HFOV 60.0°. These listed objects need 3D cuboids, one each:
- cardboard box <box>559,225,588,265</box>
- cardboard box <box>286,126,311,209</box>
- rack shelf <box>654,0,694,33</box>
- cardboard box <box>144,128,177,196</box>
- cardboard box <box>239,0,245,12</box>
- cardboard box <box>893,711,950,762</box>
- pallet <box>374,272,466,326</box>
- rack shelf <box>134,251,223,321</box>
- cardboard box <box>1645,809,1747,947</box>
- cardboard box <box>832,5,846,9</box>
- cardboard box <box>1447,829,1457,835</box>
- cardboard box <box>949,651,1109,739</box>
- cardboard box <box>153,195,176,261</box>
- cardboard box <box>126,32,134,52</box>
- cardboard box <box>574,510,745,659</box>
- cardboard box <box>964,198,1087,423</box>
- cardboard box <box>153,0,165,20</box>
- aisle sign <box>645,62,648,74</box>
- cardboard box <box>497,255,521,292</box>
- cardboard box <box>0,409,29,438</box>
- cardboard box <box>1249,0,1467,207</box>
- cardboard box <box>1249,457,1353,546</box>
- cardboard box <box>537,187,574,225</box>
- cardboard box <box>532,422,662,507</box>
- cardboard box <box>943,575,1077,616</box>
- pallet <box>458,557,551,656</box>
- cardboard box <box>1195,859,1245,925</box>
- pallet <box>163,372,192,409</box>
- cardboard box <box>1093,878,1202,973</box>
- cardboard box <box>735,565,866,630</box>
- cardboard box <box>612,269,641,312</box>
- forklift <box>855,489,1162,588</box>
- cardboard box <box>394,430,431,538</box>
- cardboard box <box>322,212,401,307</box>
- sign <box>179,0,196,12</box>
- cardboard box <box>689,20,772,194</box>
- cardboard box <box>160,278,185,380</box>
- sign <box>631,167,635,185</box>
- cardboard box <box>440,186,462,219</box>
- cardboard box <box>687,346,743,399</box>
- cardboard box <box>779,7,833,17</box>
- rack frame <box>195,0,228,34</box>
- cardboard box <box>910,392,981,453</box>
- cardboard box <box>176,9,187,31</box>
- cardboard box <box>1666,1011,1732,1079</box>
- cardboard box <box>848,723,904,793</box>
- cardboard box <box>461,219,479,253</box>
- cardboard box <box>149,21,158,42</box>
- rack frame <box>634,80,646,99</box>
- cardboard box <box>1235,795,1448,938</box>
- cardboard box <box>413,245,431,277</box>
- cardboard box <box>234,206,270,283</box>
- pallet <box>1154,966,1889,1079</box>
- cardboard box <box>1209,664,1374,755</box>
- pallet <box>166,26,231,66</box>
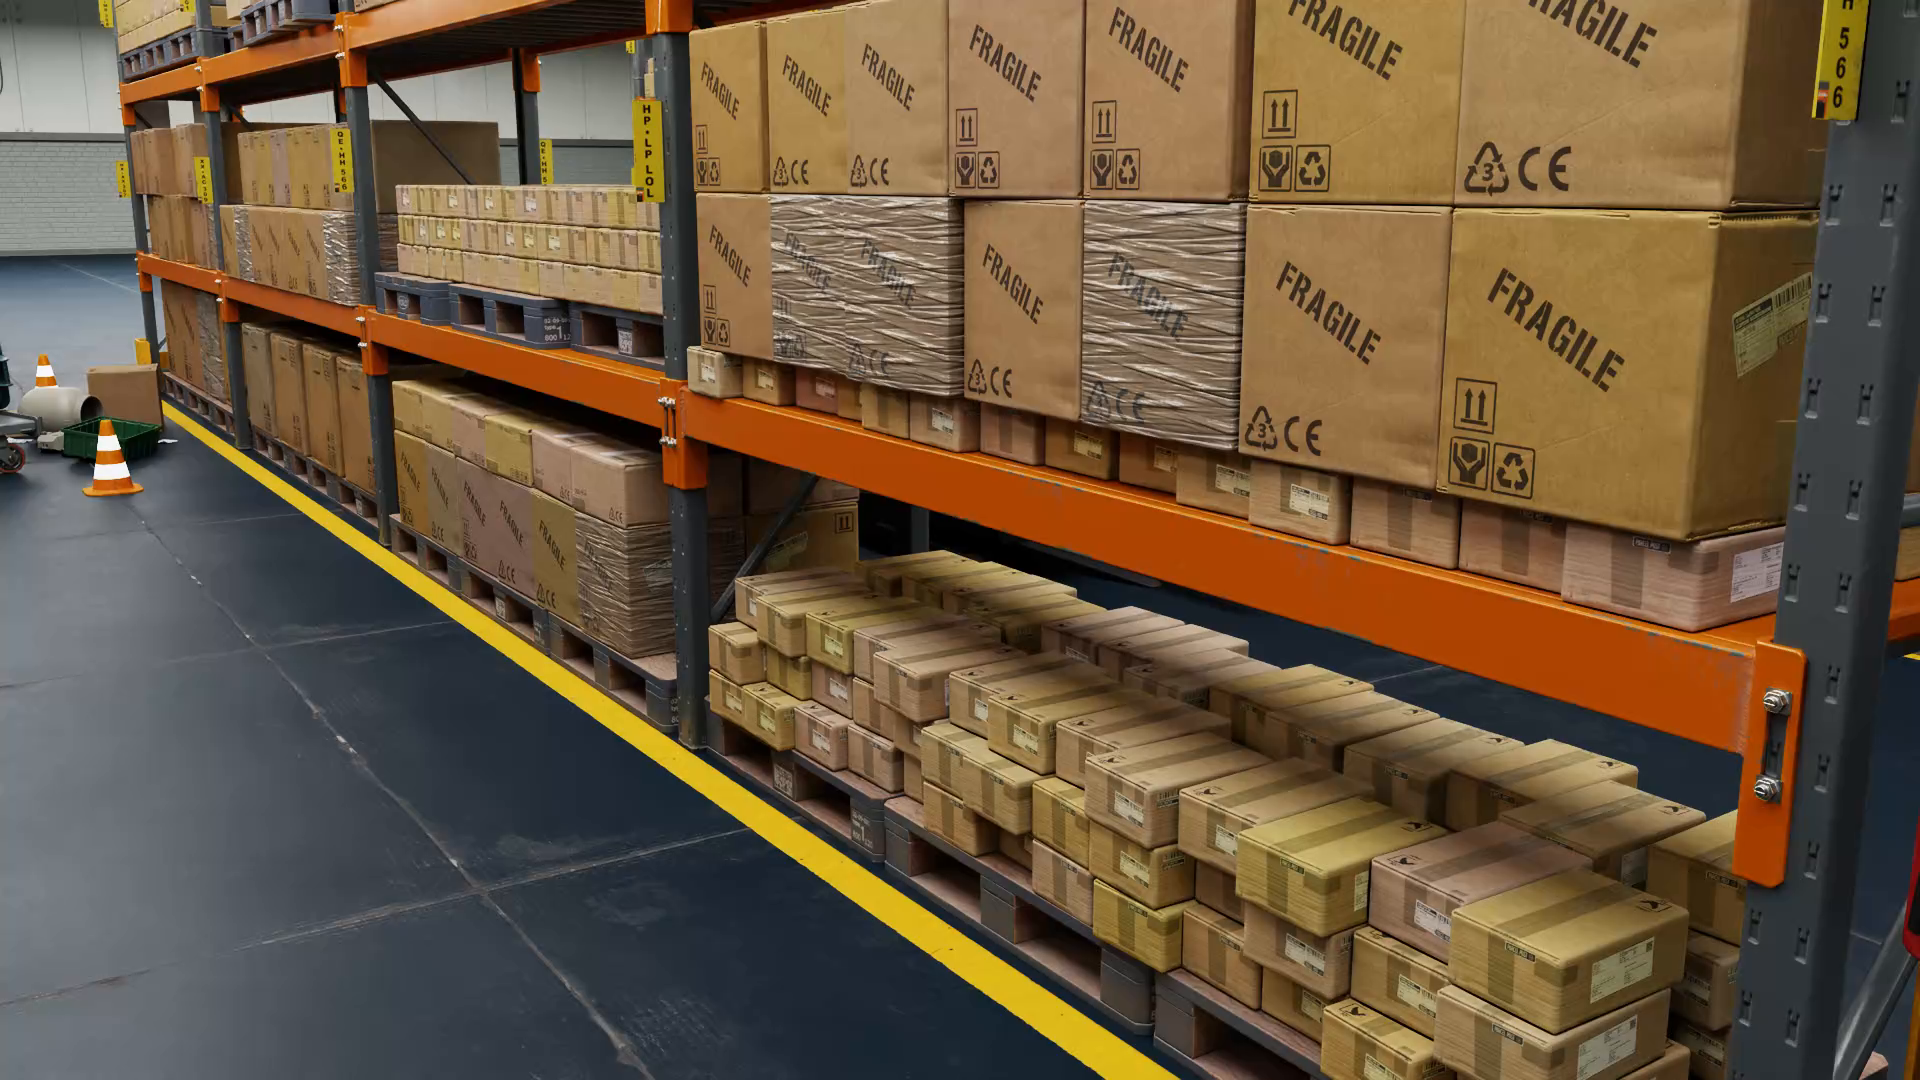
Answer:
[{"bbox_3d":[-1.387,-1.193,6.705,0.380,0.149,0.250,-9,15,-35],"label":"cardboard box"},{"bbox_3d":[-3.873,-2.380,10.649,0.700,0.500,0.500,-8,15,-33],"label":"cardboard box"},{"bbox_3d":[0.543,-1.537,4.031,1.077,0.370,4.000,-8,15,-33],"label":"rack shelf"},{"bbox_3d":[-6.462,-3.240,14.280,0.875,0.550,0.550,-8,15,-33],"label":"cardboard box"},{"bbox_3d":[-4.630,-3.584,11.080,0.250,0.149,0.380,-8,15,-33],"label":"cardboard box"},{"bbox_3d":[0.029,0.539,4.868,0.380,0.149,0.250,-7,14,-30],"label":"cardboard box"},{"bbox_3d":[-2.298,-1.282,8.653,1.213,0.211,1.003,-8,15,-33],"label":"pallet"},{"bbox_3d":[-6.106,-2.206,14.111,1.077,0.370,4.000,-8,15,-33],"label":"rack shelf"},{"bbox_3d":[1.643,0.696,3.454,0.380,0.149,0.250,-9,15,-35],"label":"cardboard box"},{"bbox_3d":[-0.635,-4.396,14.197,0.797,0.503,0.637,-9,15,-36],"label":"cardboard box"},{"bbox_3d":[1.260,0.763,3.845,0.380,0.149,0.250,-8,15,-32],"label":"cardboard box"},{"bbox_3d":[0.194,0.437,4.642,0.380,0.149,0.250,-9,15,-35],"label":"cardboard box"},{"bbox_3d":[-6.442,-2.716,14.408,0.875,0.550,0.550,-8,15,-33],"label":"cardboard box"},{"bbox_3d":[-7.011,-4.321,14.448,0.380,0.149,0.250,-8,15,-33],"label":"cardboard box"},{"bbox_3d":[-1.185,0.136,6.589,0.500,0.500,0.500,-8,15,-34],"label":"cardboard box"},{"bbox_3d":[0.350,-0.582,4.072,0.500,0.500,0.500,-7,14,-30],"label":"cardboard box"},{"bbox_3d":[-6.039,-4.229,13.096,0.500,0.250,0.500,-8,15,-33],"label":"cardboard box"},{"bbox_3d":[-3.313,-4.727,17.873,0.394,0.787,0.004,-8,15,-33],"label":"aisle sign"},{"bbox_3d":[-1.822,-1.187,7.373,0.380,0.149,0.250,-9,15,-35],"label":"cardboard box"},{"bbox_3d":[-7.483,-0.953,13.100,0.396,0.266,0.258,-5,13,-23],"label":"cardboard box"},{"bbox_3d":[0.910,-0.892,3.148,0.500,0.500,0.500,-9,15,-35],"label":"cardboard box"},{"bbox_3d":[0.816,-0.103,3.400,0.380,0.149,0.250,-8,14,-31],"label":"cardboard box"},{"bbox_3d":[-1.520,-1.385,6.885,0.380,0.149,0.250,-9,15,-35],"label":"cardboard box"},{"bbox_3d":[-1.462,-0.325,6.937,0.500,0.250,0.500,-7,14,-30],"label":"cardboard box"},{"bbox_3d":[0.167,0.235,5.564,0.380,0.149,0.250,-8,15,-33],"label":"cardboard box"},{"bbox_3d":[-1.678,0.228,7.824,1.003,0.211,1.213,-8,15,-33],"label":"pallet"},{"bbox_3d":[0.768,0.763,3.847,0.380,0.149,0.250,-8,15,-33],"label":"cardboard box"},{"bbox_3d":[-6.706,-1.418,15.350,1.003,0.211,1.213,-8,15,-33],"label":"pallet"},{"bbox_3d":[0.543,0.880,4.006,0.380,0.149,0.250,-9,15,-35],"label":"cardboard box"},{"bbox_3d":[-0.547,0.204,5.705,0.380,0.149,0.250,-7,14,-30],"label":"cardboard box"},{"bbox_3d":[-1.095,-0.954,6.310,0.380,0.149,0.250,-8,15,-32],"label":"cardboard box"},{"bbox_3d":[0.333,-1.318,8.526,1.130,2.935,3.031,-8,14,-31],"label":"forklift"},{"bbox_3d":[-2.602,-0.318,8.663,0.500,0.500,0.500,-9,15,-35],"label":"cardboard box"},{"bbox_3d":[-3.255,-1.587,9.364,0.500,0.500,0.500,-8,15,-33],"label":"cardboard box"},{"bbox_3d":[-5.459,-3.892,11.721,0.100,0.325,0.005,-8,15,-33],"label":"sign"},{"bbox_3d":[-0.518,-1.352,5.253,0.500,0.500,0.500,-8,14,-31],"label":"cardboard box"},{"bbox_3d":[-6.783,-1.967,15.327,0.875,0.875,0.875,-8,15,-32],"label":"cardboard box"},{"bbox_3d":[-3.480,-3.841,17.876,0.100,0.325,0.005,-8,15,-33],"label":"sign"},{"bbox_3d":[-2.257,-1.619,7.957,0.380,0.149,0.250,-9,15,-35],"label":"cardboard box"},{"bbox_3d":[-0.681,-0.567,5.520,0.380,0.149,0.250,-7,14,-31],"label":"cardboard box"},{"bbox_3d":[-1.274,-4.724,14.821,0.500,0.500,0.500,-9,15,-34],"label":"cardboard box"},{"bbox_3d":[-4.998,-5.132,11.766,1.000,3.000,0.127,-8,15,-33],"label":"rack frame"},{"bbox_3d":[0.089,-0.338,4.476,0.380,0.149,0.250,-7,14,-30],"label":"cardboard box"},{"bbox_3d":[-5.605,-3.870,12.386,0.380,0.149,0.250,-8,15,-32],"label":"cardboard box"},{"bbox_3d":[1.627,0.989,3.507,0.380,0.149,0.250,-8,15,-32],"label":"cardboard box"},{"bbox_3d":[-0.120,0.636,5.121,0.380,0.149,0.250,-8,15,-34],"label":"cardboard box"},{"bbox_3d":[-2.101,-1.424,7.760,0.380,0.149,0.250,-8,15,-33],"label":"cardboard box"},{"bbox_3d":[-6.312,-4.096,13.422,0.380,0.149,0.250,-8,15,-33],"label":"cardboard box"},{"bbox_3d":[-3.029,-3.482,18.263,1.000,3.000,0.127,-8,15,-33],"label":"rack frame"},{"bbox_3d":[0.806,0.683,3.515,0.380,0.149,0.250,-8,15,-34],"label":"cardboard box"},{"bbox_3d":[-2.553,-1.421,8.445,0.380,0.149,0.250,-7,14,-30],"label":"cardboard box"},{"bbox_3d":[-4.650,-2.035,11.413,0.500,0.500,0.500,-8,15,-32],"label":"cardboard box"},{"bbox_3d":[1.188,1.133,3.688,1.003,0.211,1.213,-8,15,-33],"label":"pallet"},{"bbox_3d":[0.898,0.465,4.514,0.380,0.149,0.250,-8,15,-32],"label":"cardboard box"},{"bbox_3d":[-5.442,-3.770,12.767,1.003,0.211,1.213,-8,15,-33],"label":"pallet"}]
